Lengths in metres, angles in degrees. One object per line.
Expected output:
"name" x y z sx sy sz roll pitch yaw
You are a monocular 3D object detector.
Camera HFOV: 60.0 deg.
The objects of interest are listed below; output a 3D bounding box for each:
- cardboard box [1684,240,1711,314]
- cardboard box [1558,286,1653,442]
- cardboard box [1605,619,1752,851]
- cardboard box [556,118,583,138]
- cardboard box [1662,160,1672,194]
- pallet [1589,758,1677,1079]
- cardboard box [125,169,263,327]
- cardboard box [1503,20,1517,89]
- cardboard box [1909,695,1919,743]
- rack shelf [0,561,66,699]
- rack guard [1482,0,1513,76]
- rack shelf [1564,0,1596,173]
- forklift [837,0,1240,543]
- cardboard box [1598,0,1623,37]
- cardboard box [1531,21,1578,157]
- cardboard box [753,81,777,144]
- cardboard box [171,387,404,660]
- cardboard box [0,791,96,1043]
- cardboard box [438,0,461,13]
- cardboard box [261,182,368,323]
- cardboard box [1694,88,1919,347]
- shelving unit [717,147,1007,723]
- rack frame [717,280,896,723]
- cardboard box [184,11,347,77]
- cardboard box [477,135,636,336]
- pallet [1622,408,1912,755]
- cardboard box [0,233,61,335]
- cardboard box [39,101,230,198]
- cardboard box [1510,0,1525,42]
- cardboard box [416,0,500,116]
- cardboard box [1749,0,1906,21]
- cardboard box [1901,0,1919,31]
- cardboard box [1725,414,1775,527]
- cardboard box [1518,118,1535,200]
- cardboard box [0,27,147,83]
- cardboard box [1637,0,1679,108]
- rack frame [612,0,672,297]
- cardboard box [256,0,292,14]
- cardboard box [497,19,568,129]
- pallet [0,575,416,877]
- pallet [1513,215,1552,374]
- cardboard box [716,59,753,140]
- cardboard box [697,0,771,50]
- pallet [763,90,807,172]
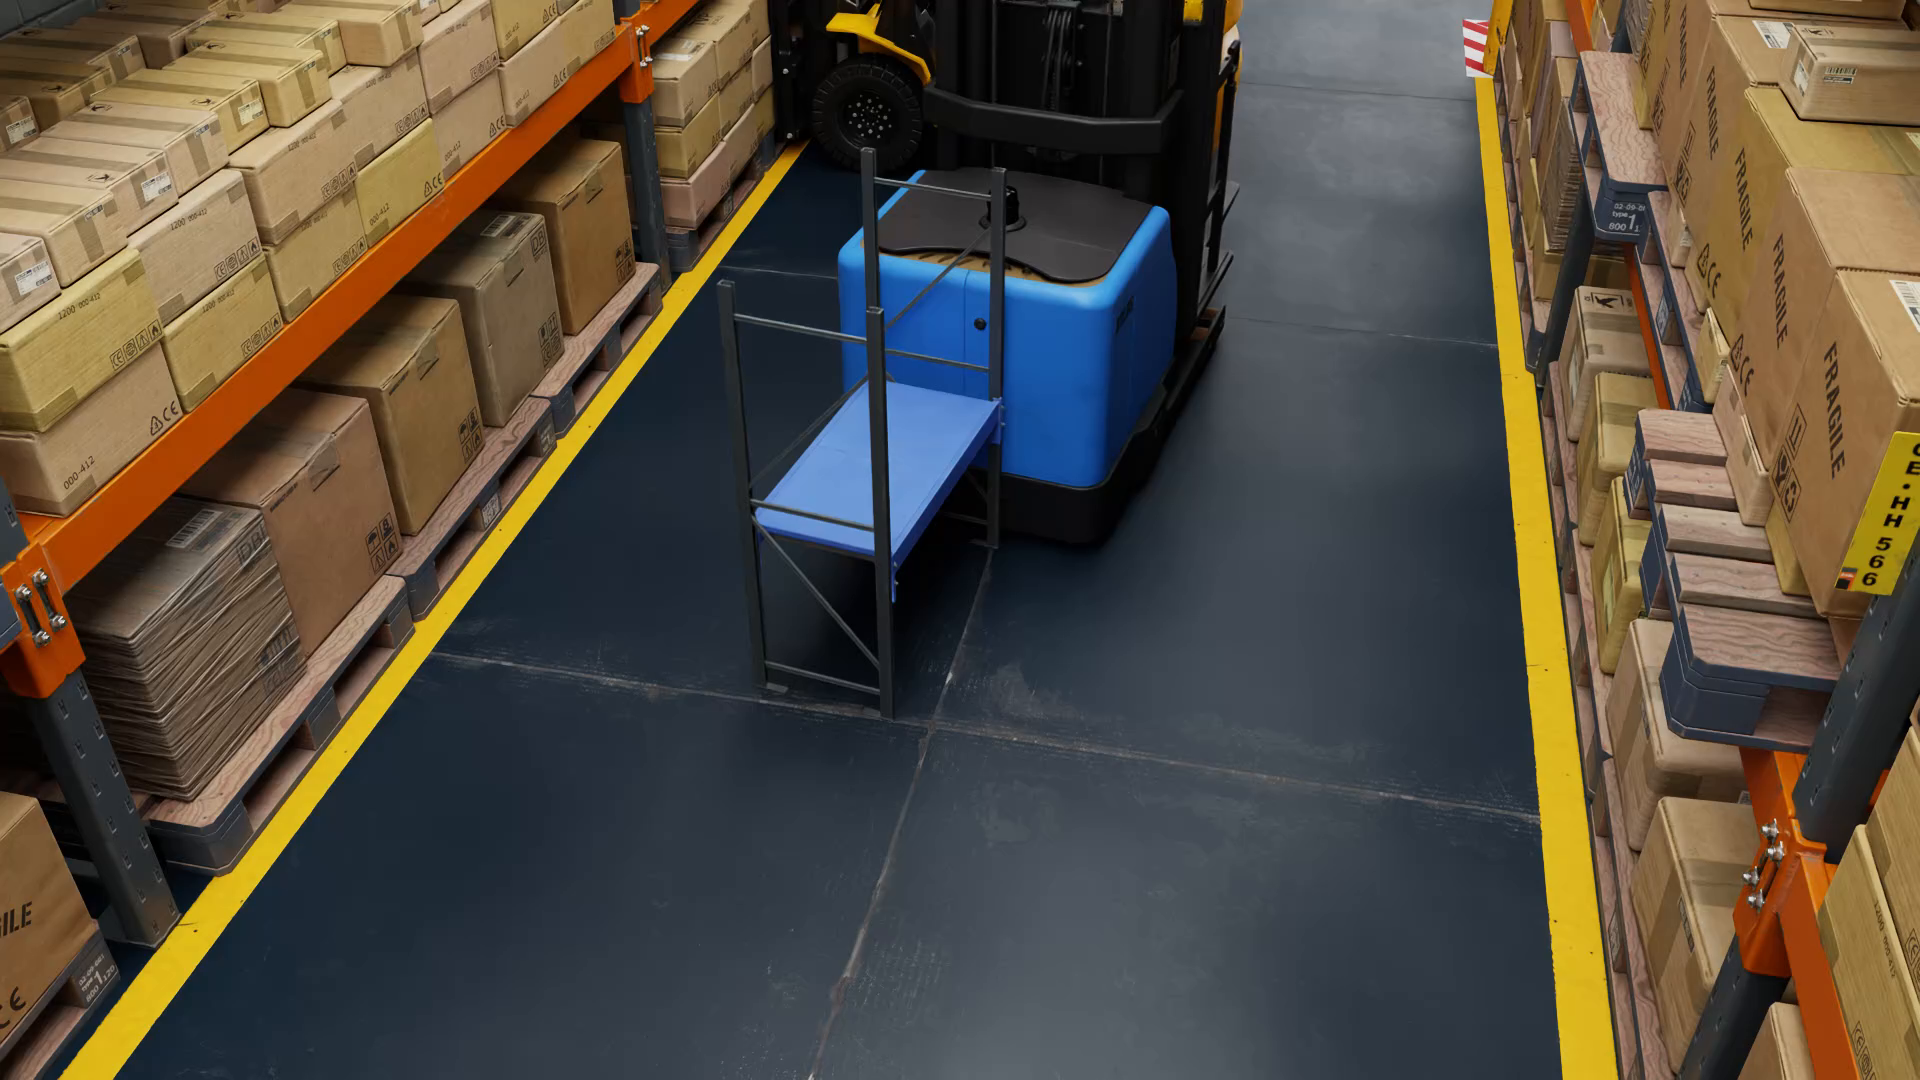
"cardboard box" 2.217 -0.725 4.551 0.380 0.149 0.250 6 36 8
"cardboard box" 2.868 -0.639 6.458 0.950 0.372 0.625 8 37 11
"cardboard box" 2.404 0.606 4.739 0.950 0.372 0.625 7 36 9
"cardboard box" -1.968 -2.018 8.038 0.500 0.250 0.500 7 36 9
"cardboard box" 2.408 -1.169 5.163 0.380 0.149 0.250 8 37 11
"pallet" 2.292 1.140 4.497 1.003 0.211 1.213 7 37 10
"cardboard box" -2.285 -0.814 4.518 0.500 0.250 0.500 8 37 11
"cardboard box" 3.390 -2.756 9.482 0.500 0.250 0.500 7 37 10
"cardboard box" 1.779 0.266 2.390 0.500 0.500 0.500 6 36 8
"rack shelf" -3.153 1.277 2.545 1.077 0.370 4.000 7 37 10
"rack guard" 3.816 -3.072 10.062 1.175 0.500 0.348 7 37 10
"rack shelf" 3.405 -2.690 8.018 1.077 0.370 4.000 7 37 10
"forklift" 0.548 -2.037 6.563 1.130 2.935 3.031 13 38 17
"cardboard box" 2.830 -2.281 6.503 0.500 0.500 0.500 6 36 9
"cardboard box" 3.057 -2.152 8.009 0.500 0.500 0.500 9 37 12
"cardboard box" -1.257 -2.336 8.903 0.500 0.250 0.500 8 37 11
"cardboard box" -2.448 -0.101 5.499 0.875 0.625 0.625 8 37 11
"cardboard box" -2.607 0.950 4.155 0.500 0.500 0.500 8 37 11
"cardboard box" -1.913 -1.940 5.733 0.380 0.149 0.250 6 36 9
"cardboard box" -2.177 -0.908 5.075 0.500 0.250 0.500 6 36 8
"cardboard box" 2.155 -0.755 4.039 0.500 0.500 0.500 5 36 7
"shelving unit" -0.268 -0.350 5.455 0.538 1.500 1.048 13 38 17
"rack frame" -0.448 -0.071 5.070 0.500 1.500 0.032 13 38 17
"cardboard box" -2.144 -1.513 5.143 0.380 0.149 0.250 7 37 10
"cardboard box" -1.972 -1.362 7.239 0.875 0.625 0.625 9 37 12
"pallet" 2.172 0.115 3.699 1.213 0.211 1.003 7 37 10
"cardboard box" -2.371 -0.610 3.898 0.380 0.149 0.250 8 37 11
"cardboard box" -2.241 -1.065 4.526 0.380 0.149 0.250 8 37 10
"cardboard box" 3.385 -3.046 9.243 0.500 0.500 0.500 6 36 8
"cardboard box" -1.945 -1.694 5.734 0.500 0.250 0.500 8 37 11
"cardboard box" 2.401 -1.567 4.607 0.380 0.149 0.250 9 37 13
"cardboard box" 2.883 -1.292 4.780 0.500 0.500 0.500 9 37 12
"cardboard box" 1.960 -0.140 3.743 0.380 0.149 0.250 7 37 10
"cardboard box" 3.059 -1.861 8.247 0.500 0.250 0.500 8 37 11
"cardboard box" -2.705 -1.424 5.021 0.380 0.149 0.250 7 36 9
"cardboard box" 2.491 -1.645 5.267 0.500 0.500 0.500 7 37 10
"rack frame" -1.872 -2.454 7.080 1.000 3.000 0.127 7 37 10
"cardboard box" -2.481 -1.859 5.620 0.380 0.149 0.250 7 37 10
"cardboard box" -1.826 -1.783 6.282 0.500 0.250 0.500 7 37 10
"pallet" -2.512 0.501 5.379 1.003 0.211 1.213 7 37 10
"pallet" 3.087 -1.095 7.581 1.003 0.211 1.213 7 37 10
"cardboard box" -1.361 -2.241 8.345 0.500 0.250 0.500 7 37 10
"cardboard box" -1.248 -2.733 8.597 0.500 0.250 0.500 9 37 12
"pallet" -1.403 -2.478 9.488 1.003 0.211 1.213 7 37 10
